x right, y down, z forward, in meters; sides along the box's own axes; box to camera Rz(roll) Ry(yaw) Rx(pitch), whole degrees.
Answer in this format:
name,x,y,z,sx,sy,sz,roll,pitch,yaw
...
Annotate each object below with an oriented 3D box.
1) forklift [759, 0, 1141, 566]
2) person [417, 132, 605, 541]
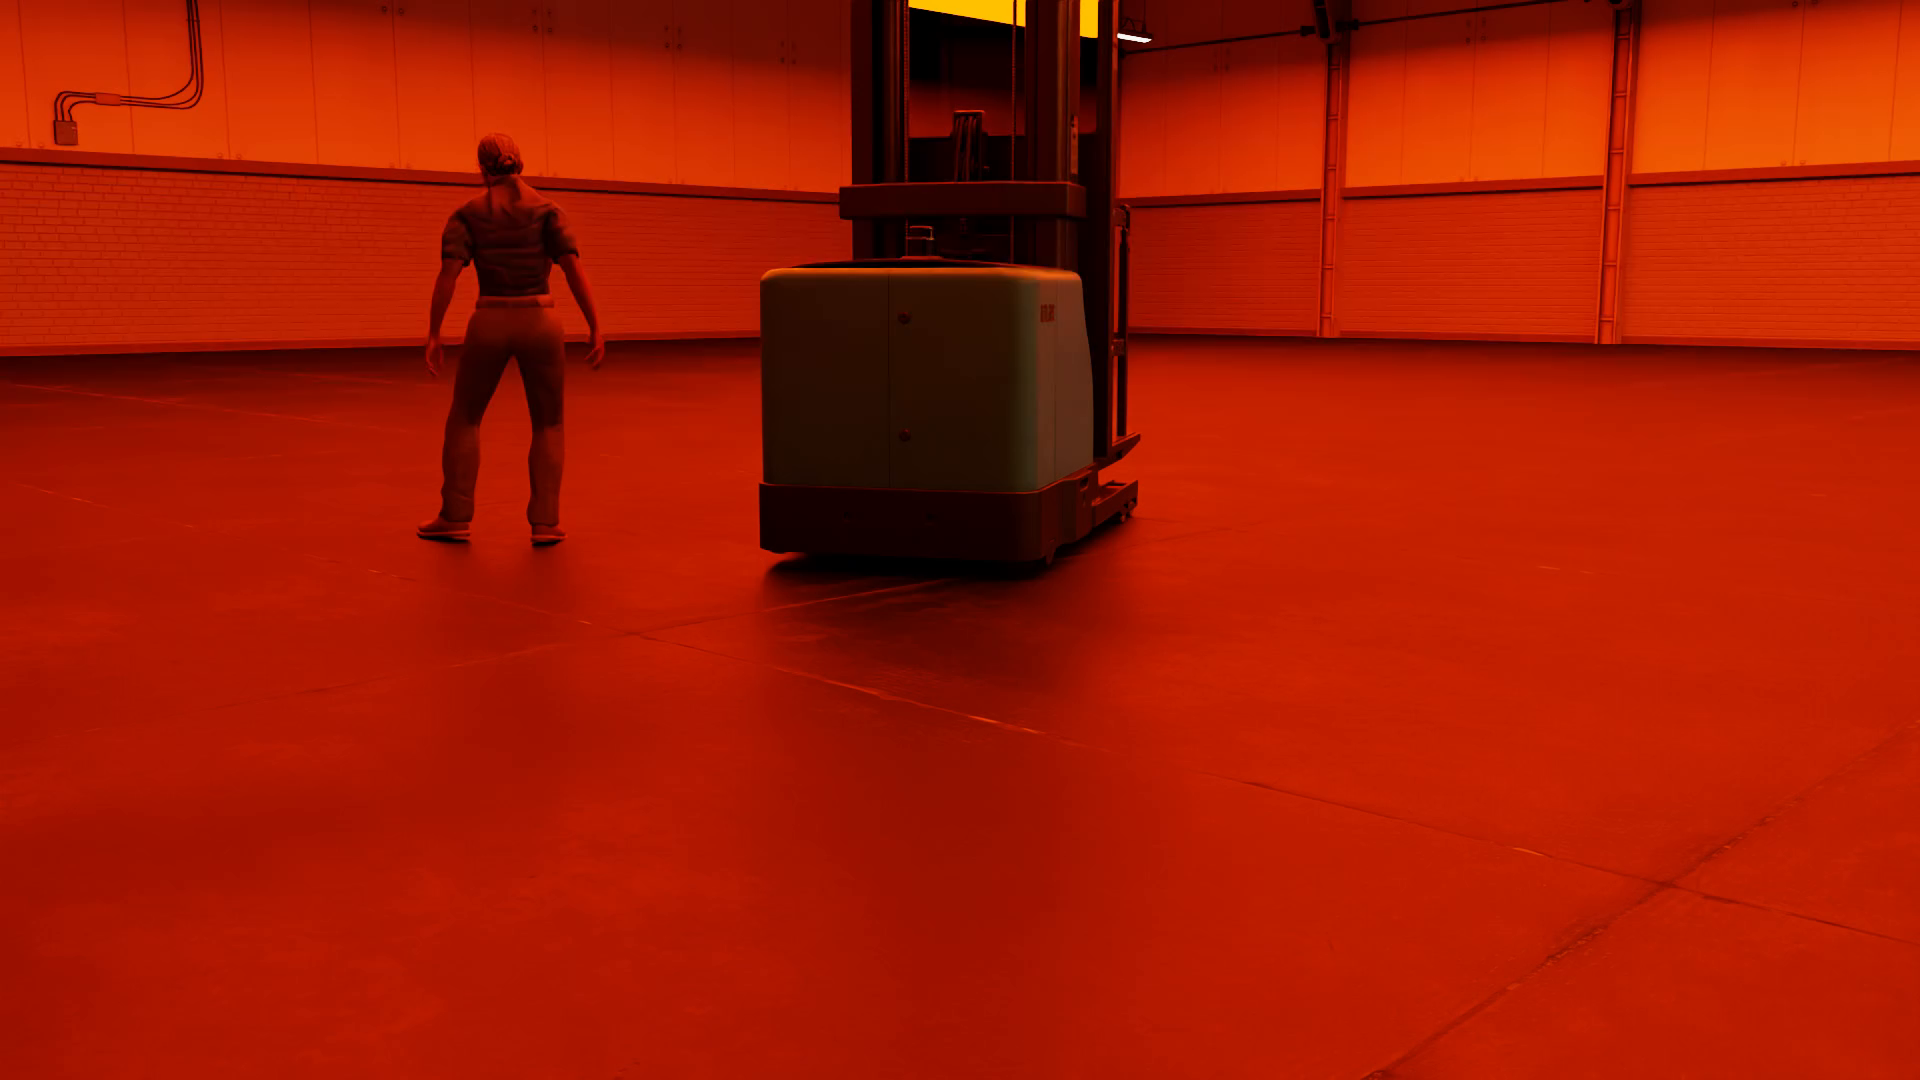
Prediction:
name,x,y,z,sx,sy,sz,roll,pitch,yaw
forklift,0.169,-1.537,7.079,1.130,2.935,3.031,2,9,16
person,-1.812,-0.797,6.616,0.792,1.628,0.385,-1,9,-7
